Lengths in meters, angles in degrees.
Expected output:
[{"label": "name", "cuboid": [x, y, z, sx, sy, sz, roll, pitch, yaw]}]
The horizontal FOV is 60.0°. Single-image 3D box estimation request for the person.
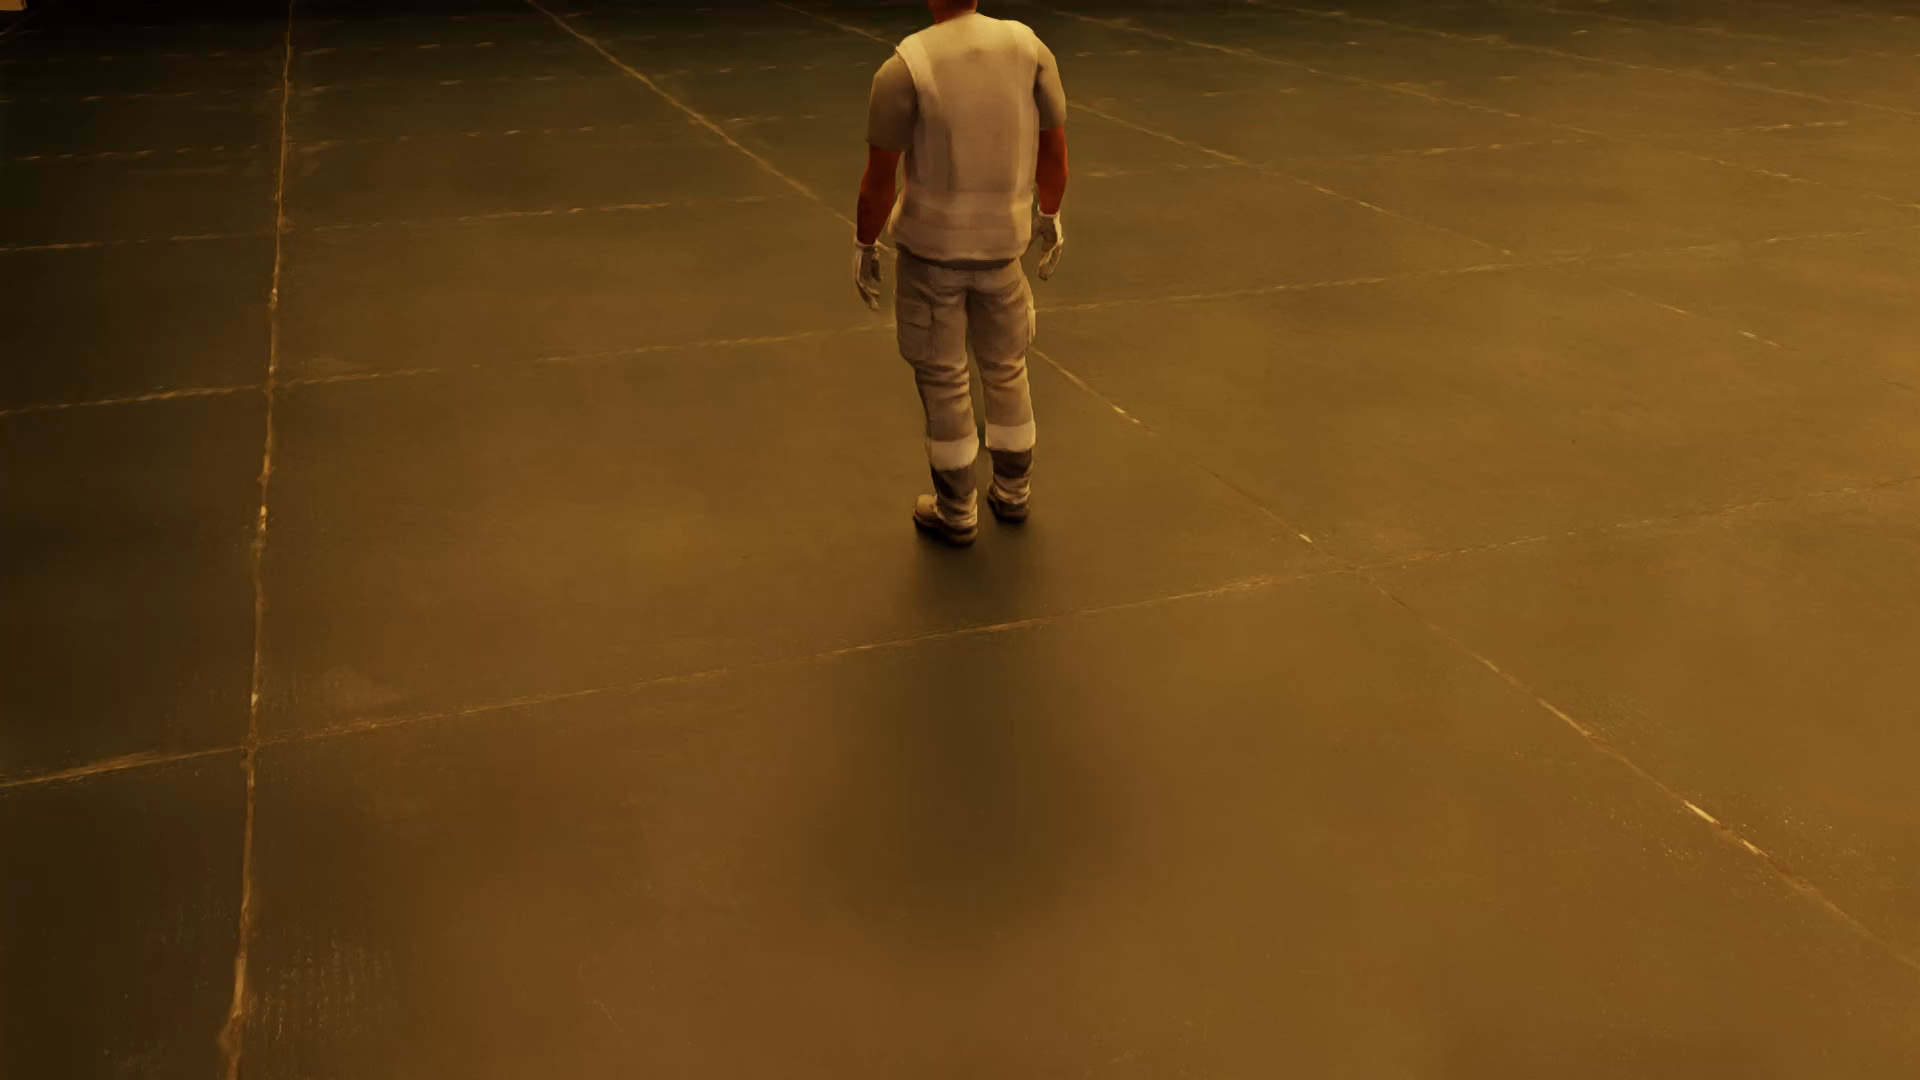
[{"label": "person", "cuboid": [-0.017, -0.862, 4.803, 0.637, 1.787, 0.563, -8, 24, -18]}]
